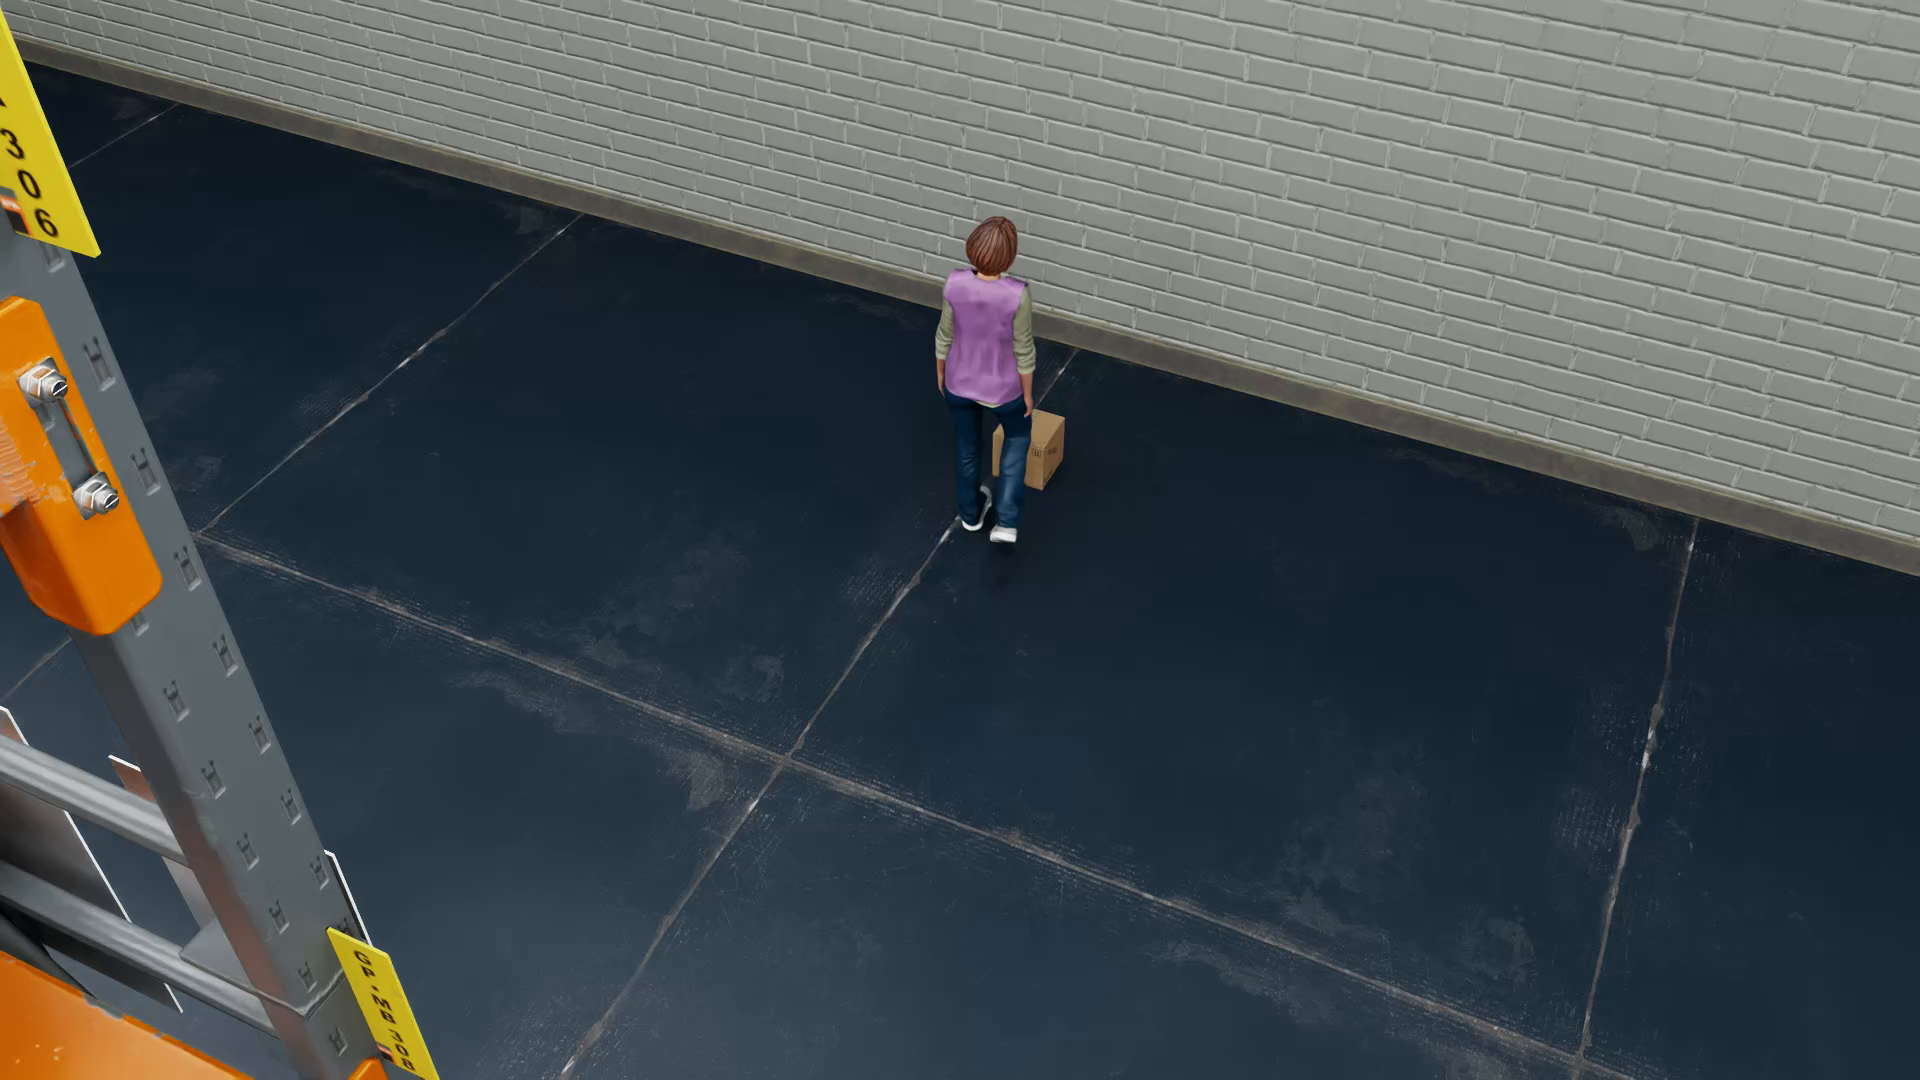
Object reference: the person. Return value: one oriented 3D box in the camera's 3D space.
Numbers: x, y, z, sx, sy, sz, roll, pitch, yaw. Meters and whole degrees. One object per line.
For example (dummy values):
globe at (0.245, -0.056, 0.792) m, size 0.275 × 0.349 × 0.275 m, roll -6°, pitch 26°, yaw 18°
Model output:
person at (0.104, -0.636, 6.843) m, size 0.431 × 1.593 × 0.466 m, roll 10°, pitch 44°, yaw 11°
